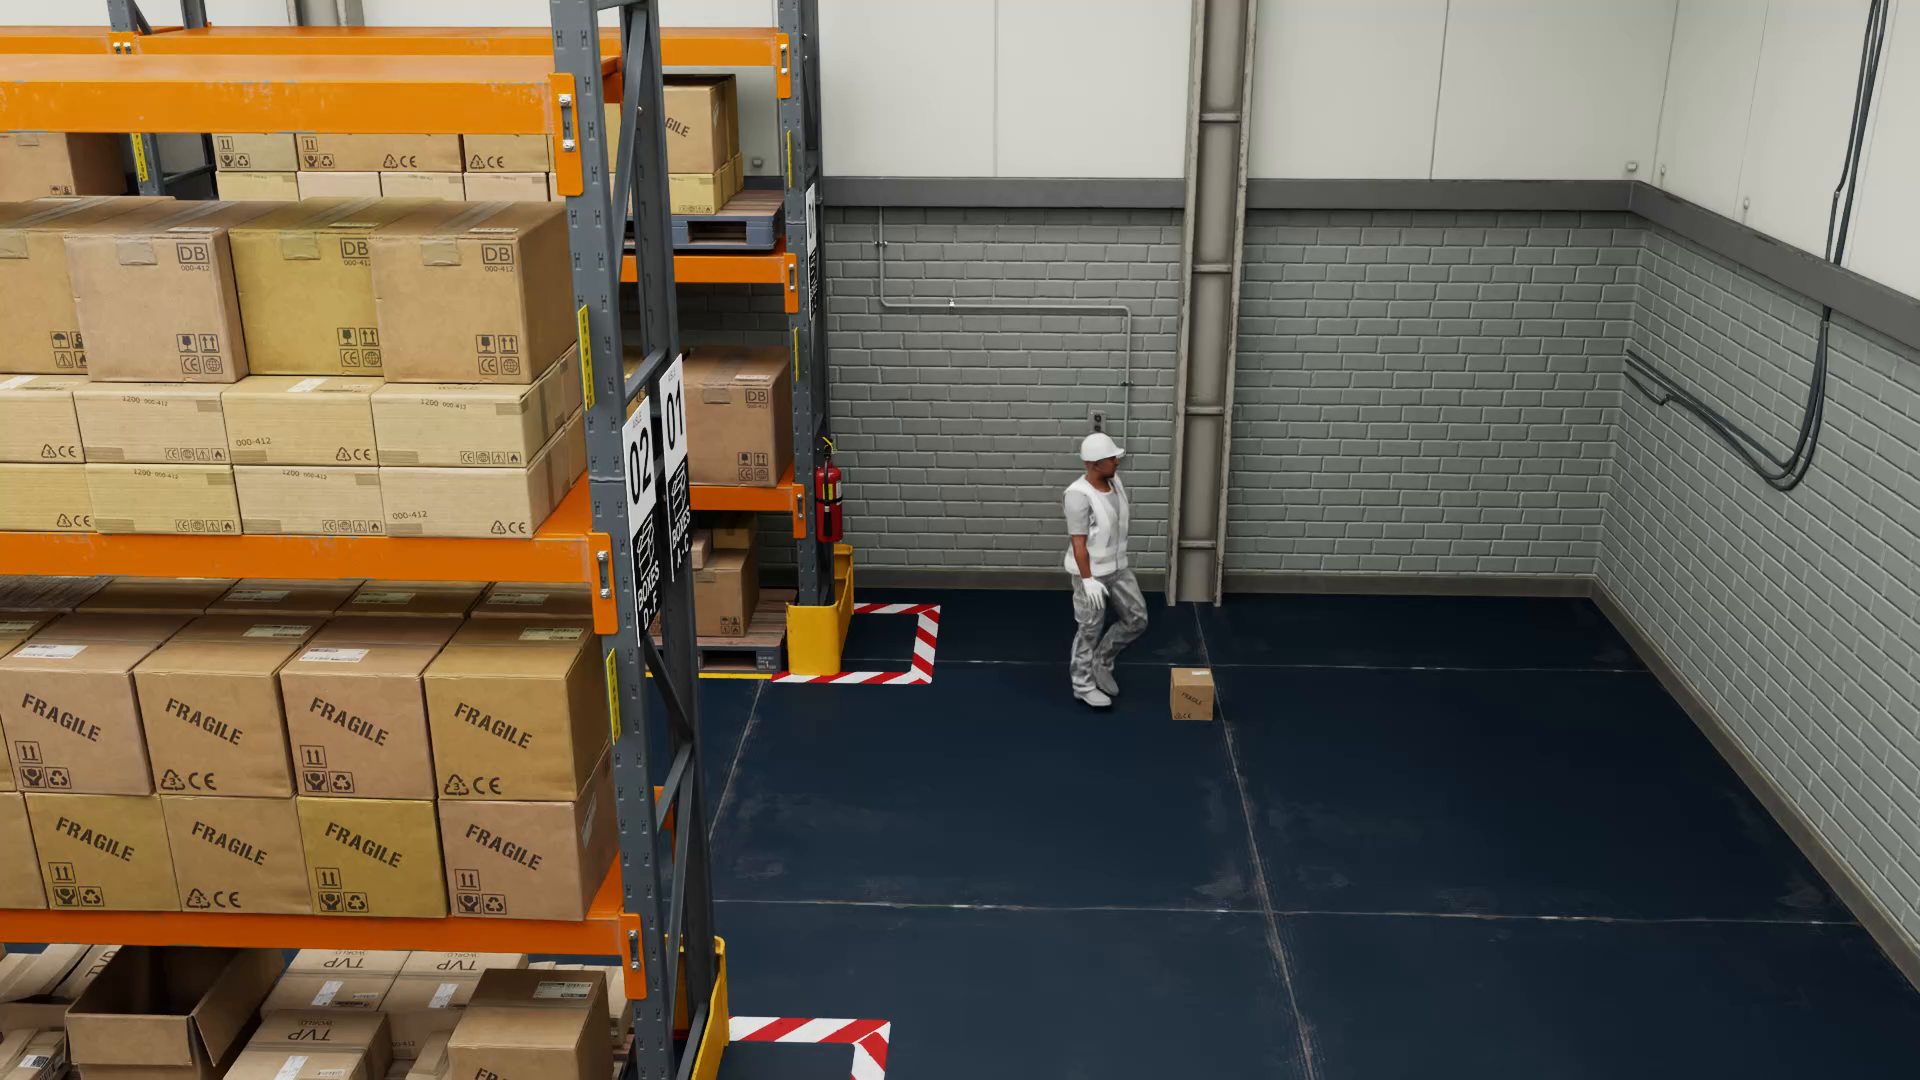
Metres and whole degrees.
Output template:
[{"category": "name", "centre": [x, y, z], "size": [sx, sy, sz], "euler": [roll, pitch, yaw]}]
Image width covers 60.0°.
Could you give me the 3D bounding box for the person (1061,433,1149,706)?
[{"category": "person", "centre": [0.904, 0.208, 10.457], "size": [0.460, 1.795, 0.567], "euler": [18, 27, 40]}]
